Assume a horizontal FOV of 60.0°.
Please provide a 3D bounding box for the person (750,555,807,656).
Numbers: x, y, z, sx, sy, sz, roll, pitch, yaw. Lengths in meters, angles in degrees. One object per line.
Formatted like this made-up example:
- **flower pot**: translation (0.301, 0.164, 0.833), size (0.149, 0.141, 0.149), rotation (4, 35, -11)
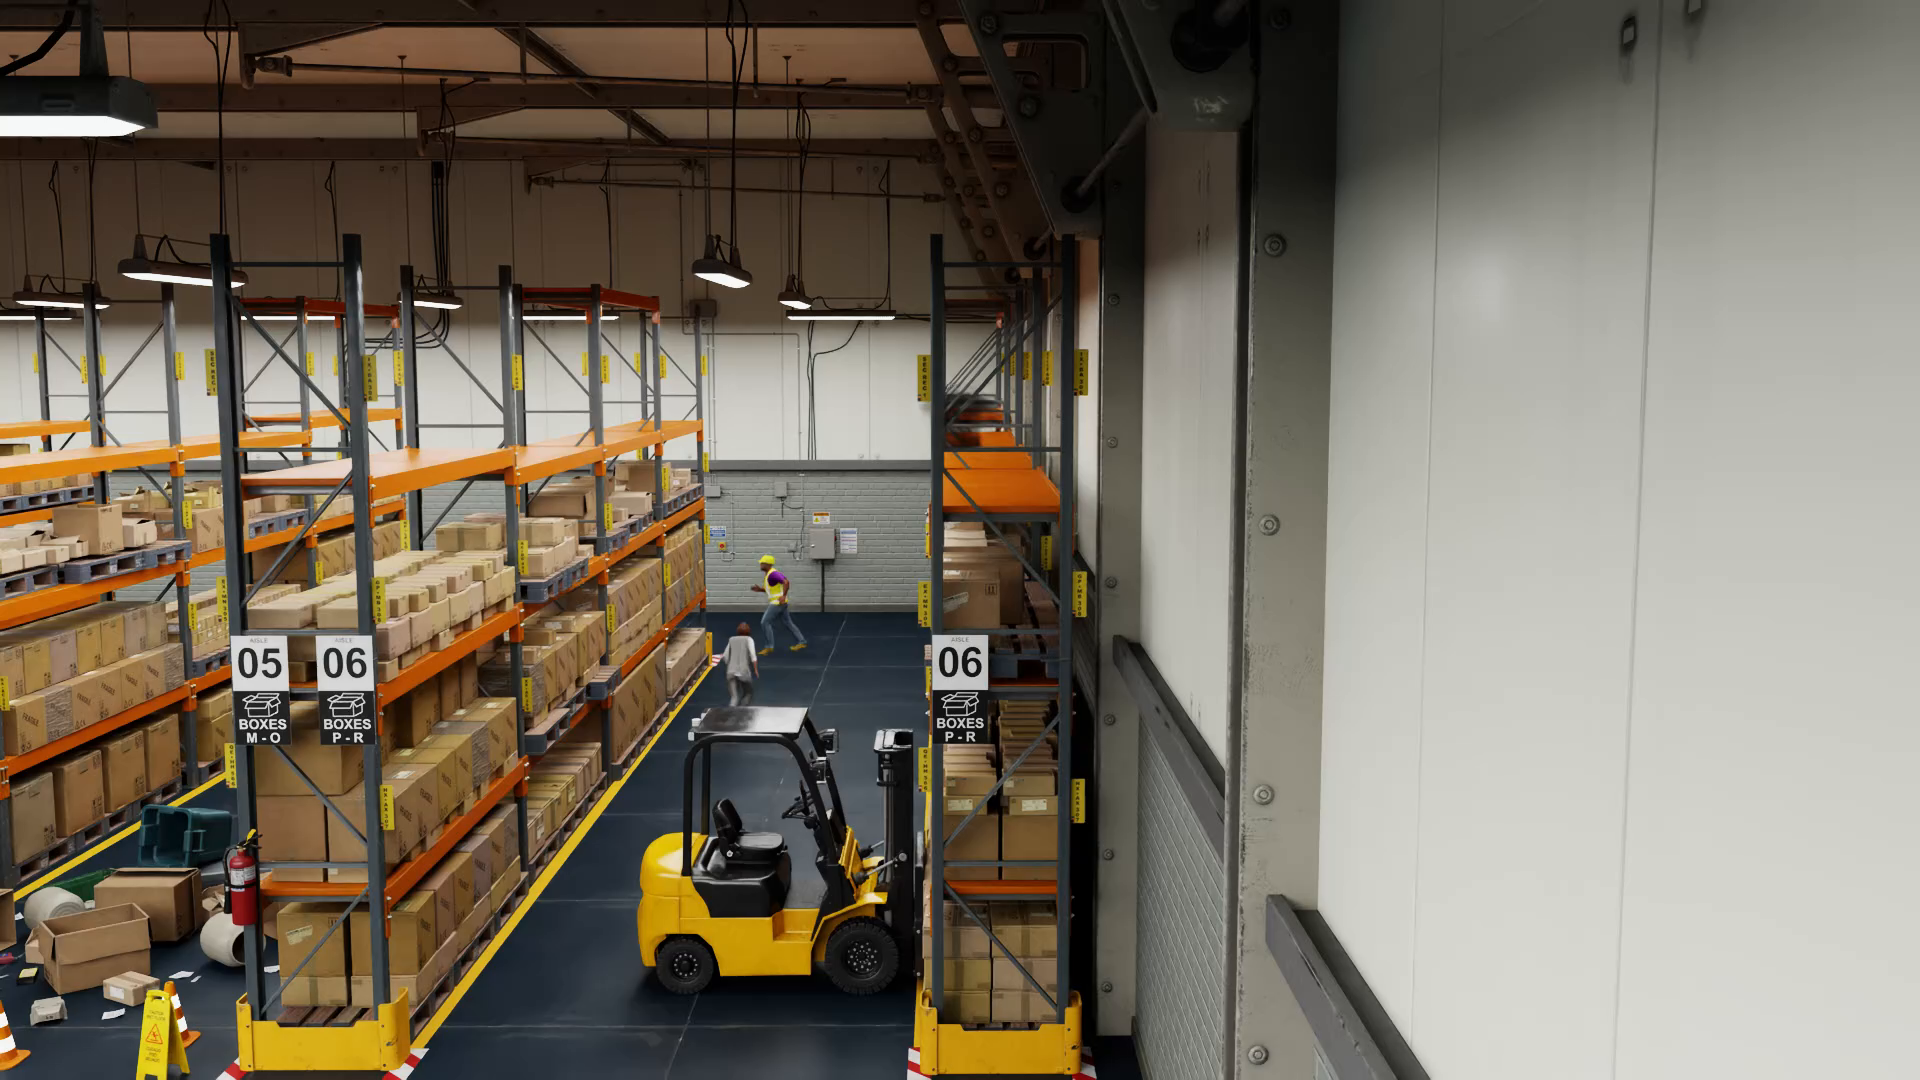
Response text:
- **person**: translation (-3.156, 1.126, 28.842), size (0.982, 1.734, 0.714), rotation (0, 6, -1)

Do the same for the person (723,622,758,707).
- **person**: translation (-3.078, 1.916, 22.933), size (0.531, 1.454, 0.971), rotation (1, 6, 11)
